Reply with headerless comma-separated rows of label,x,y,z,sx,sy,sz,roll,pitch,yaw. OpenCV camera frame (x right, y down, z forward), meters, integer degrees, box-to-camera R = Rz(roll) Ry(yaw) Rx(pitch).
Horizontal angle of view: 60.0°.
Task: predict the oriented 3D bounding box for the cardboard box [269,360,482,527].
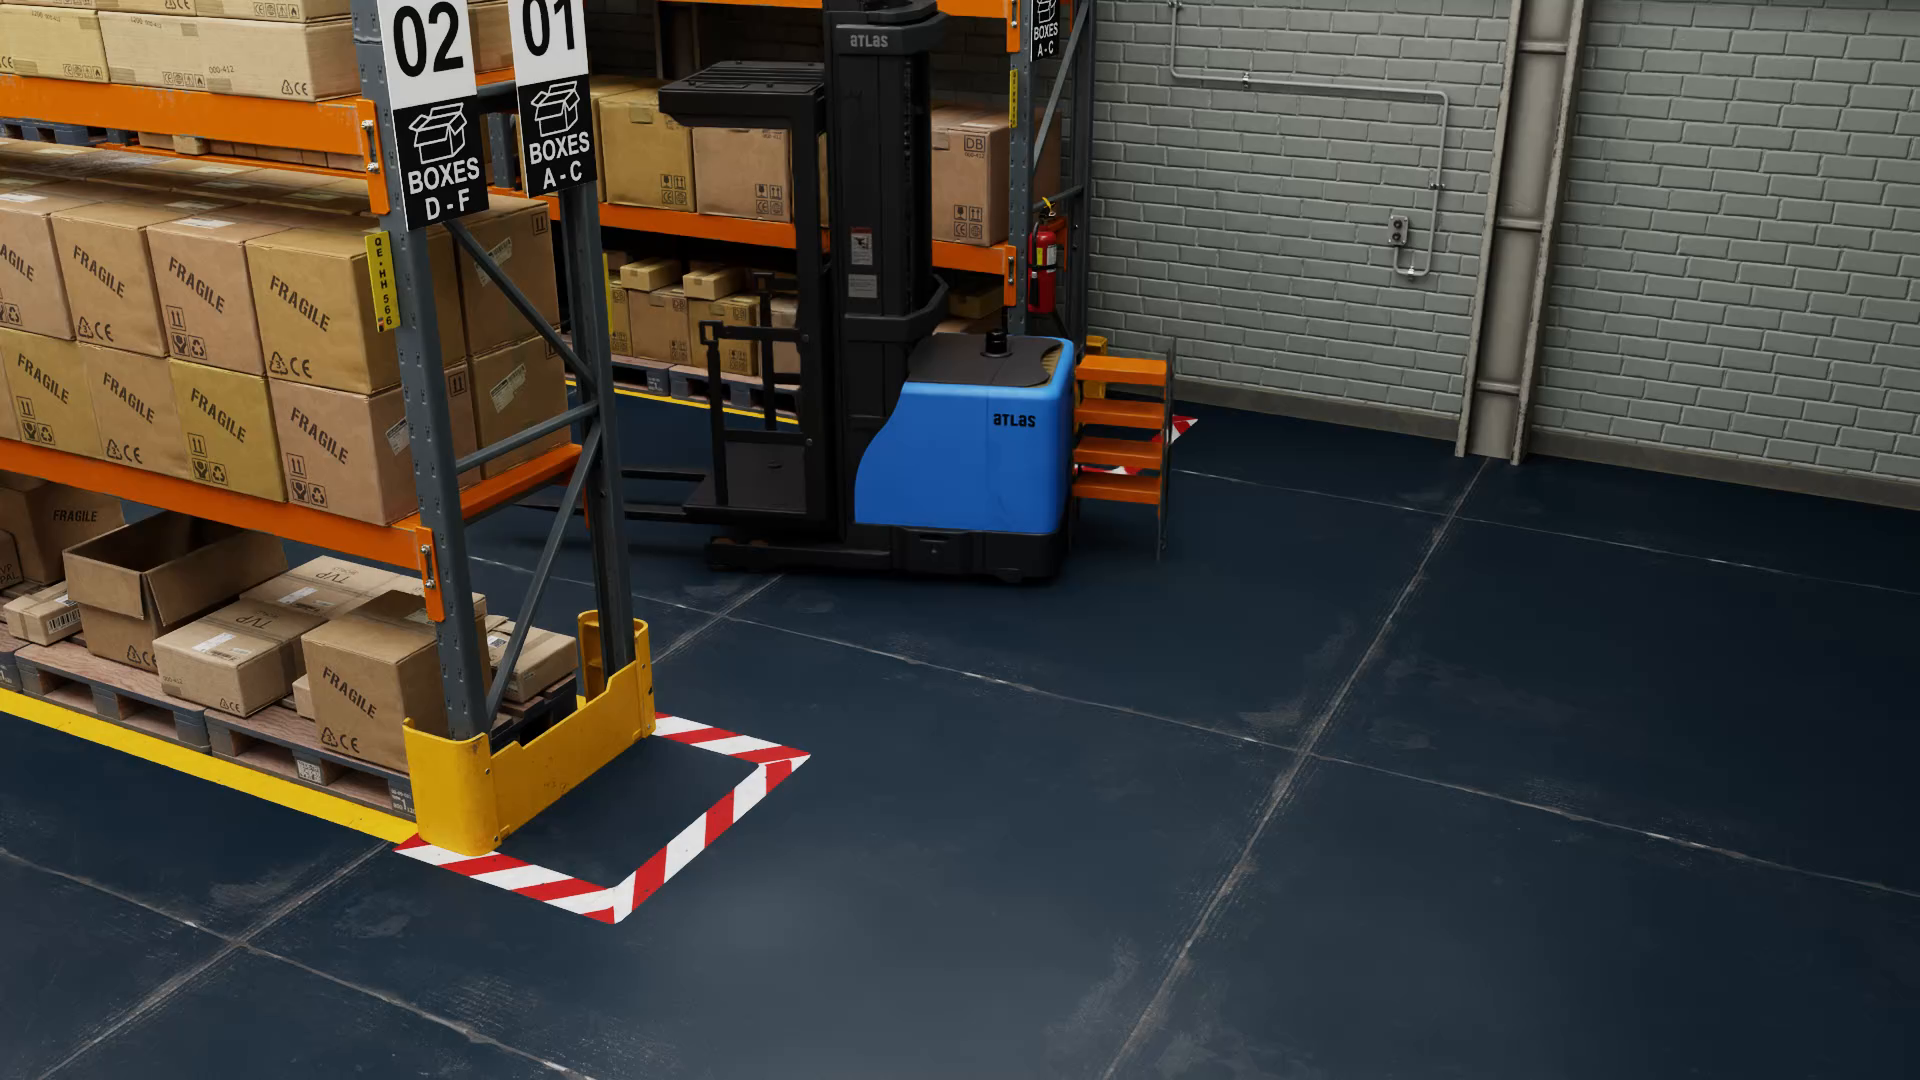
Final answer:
cardboard box,-2.184,-0.405,6.243,0.500,0.500,0.500,12,26,26

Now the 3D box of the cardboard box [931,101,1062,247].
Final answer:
cardboard box,0.111,-2.331,10.514,0.700,0.700,0.980,12,26,27

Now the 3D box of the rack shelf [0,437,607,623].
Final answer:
rack shelf,-3.446,-0.398,7.271,4.000,0.370,1.077,11,25,25

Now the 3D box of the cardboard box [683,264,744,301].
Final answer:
cardboard box,-1.689,-1.770,11.407,0.250,0.149,0.380,10,25,23

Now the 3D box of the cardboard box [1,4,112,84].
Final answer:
cardboard box,-3.132,-1.861,6.152,0.500,0.250,0.500,11,25,25

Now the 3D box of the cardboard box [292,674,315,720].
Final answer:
cardboard box,-2.579,0.613,7.034,0.250,0.166,0.380,11,25,25

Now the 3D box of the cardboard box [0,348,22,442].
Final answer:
cardboard box,-3.996,-0.764,7.086,0.500,0.500,0.500,11,25,24

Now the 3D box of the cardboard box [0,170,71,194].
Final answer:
cardboard box,-4.019,-1.224,6.891,0.500,0.500,0.500,10,25,23

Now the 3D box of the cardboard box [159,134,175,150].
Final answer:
cardboard box,-6.159,-3.226,13.298,0.250,0.149,0.380,12,26,25

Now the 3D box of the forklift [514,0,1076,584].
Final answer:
forklift,-0.913,-1.378,8.746,3.031,2.935,1.130,4,23,8

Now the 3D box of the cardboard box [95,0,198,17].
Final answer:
cardboard box,-2.681,-2.007,5.856,0.500,0.250,0.500,11,25,25

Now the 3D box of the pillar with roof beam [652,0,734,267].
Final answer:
pillar with roof beam,-3.927,-4.248,7.741,0.400,9.000,9.100,11,25,25

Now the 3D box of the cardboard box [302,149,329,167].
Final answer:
cardboard box,-4.775,-2.957,12.667,0.250,0.149,0.380,12,26,26

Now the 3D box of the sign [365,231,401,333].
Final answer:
sign,-1.930,-0.863,5.564,0.005,0.325,0.100,11,25,25

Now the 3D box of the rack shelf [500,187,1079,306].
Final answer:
rack shelf,-1.215,-2.128,11.341,4.000,0.370,1.077,11,25,25

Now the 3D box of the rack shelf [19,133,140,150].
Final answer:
rack shelf,-8.354,-3.541,14.663,4.000,0.370,1.077,11,25,25

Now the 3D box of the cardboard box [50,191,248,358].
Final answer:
cardboard box,-3.099,-1.043,6.464,0.500,0.500,0.500,12,26,26

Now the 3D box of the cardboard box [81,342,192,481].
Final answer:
cardboard box,-3.091,-0.586,6.667,0.500,0.500,0.500,11,26,25

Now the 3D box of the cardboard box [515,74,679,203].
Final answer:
cardboard box,-2.523,-2.849,11.733,0.700,0.700,0.980,12,26,25

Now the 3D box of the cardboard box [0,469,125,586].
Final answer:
cardboard box,-4.595,-0.132,8.360,0.500,0.500,0.500,11,25,25

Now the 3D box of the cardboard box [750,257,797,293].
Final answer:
cardboard box,-1.256,-1.852,11.601,0.250,0.149,0.380,11,25,24

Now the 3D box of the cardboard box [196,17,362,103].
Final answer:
cardboard box,-2.239,-1.685,5.739,0.500,0.250,0.500,11,25,25

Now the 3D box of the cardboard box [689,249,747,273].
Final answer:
cardboard box,-1.712,-1.942,11.813,0.250,0.149,0.380,10,25,23

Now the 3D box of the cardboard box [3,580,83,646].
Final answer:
cardboard box,-4.178,0.319,7.726,0.250,0.166,0.380,11,25,25

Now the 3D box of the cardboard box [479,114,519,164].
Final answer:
cardboard box,-3.525,-2.998,11.933,0.500,0.500,0.500,11,25,24

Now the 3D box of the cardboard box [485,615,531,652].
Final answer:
cardboard box,-2.103,0.488,7.328,0.250,0.166,0.380,11,25,25

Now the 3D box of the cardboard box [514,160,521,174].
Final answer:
cardboard box,-3.209,-2.835,12.378,0.250,0.149,0.380,10,25,23

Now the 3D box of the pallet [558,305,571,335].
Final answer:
pallet,-3.722,-1.639,12.835,1.213,0.211,1.003,11,25,25

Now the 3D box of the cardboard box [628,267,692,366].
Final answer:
cardboard box,-1.932,-1.598,11.831,0.500,0.500,0.700,11,25,24

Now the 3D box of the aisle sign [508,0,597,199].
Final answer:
aisle sign,-1.468,-1.662,6.004,0.004,0.787,0.394,11,25,25

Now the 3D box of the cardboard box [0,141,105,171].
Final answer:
cardboard box,-4.205,-1.499,7.538,0.500,0.500,0.500,11,25,24

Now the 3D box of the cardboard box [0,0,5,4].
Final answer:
cardboard box,-3.575,-2.182,6.269,0.500,0.250,0.500,11,25,25

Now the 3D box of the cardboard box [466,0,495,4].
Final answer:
cardboard box,-2.003,-2.098,6.071,0.500,0.250,0.500,11,25,25

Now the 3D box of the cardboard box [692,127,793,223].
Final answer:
cardboard box,-1.220,-2.593,11.131,0.700,0.700,0.980,10,25,22

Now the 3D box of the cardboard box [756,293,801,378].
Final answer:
cardboard box,-0.995,-1.415,11.401,0.500,0.500,0.700,10,25,23

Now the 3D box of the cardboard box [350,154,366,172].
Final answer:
cardboard box,-4.326,-2.857,12.431,0.250,0.149,0.380,11,25,25

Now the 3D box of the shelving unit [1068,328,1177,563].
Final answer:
shelving unit,0.863,-0.500,8.892,0.503,1.200,0.258,6,24,14

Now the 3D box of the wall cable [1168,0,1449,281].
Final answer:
wall cable,2.140,-2.678,10.416,1.851,1.984,0.084,11,25,25

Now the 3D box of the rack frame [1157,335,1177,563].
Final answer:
rack frame,1.098,-0.475,8.834,0.015,1.200,0.240,6,24,14

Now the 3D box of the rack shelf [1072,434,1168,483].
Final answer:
rack shelf,0.863,-0.438,8.919,0.480,0.148,0.258,6,24,14

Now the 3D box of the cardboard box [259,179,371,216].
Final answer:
cardboard box,-2.409,-1.142,6.696,0.500,0.500,0.500,11,26,25

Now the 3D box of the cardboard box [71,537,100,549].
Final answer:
cardboard box,-3.926,0.087,8.086,0.500,0.311,0.500,11,25,25

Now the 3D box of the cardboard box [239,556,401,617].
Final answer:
cardboard box,-2.911,0.316,7.626,0.500,0.250,0.500,11,25,25

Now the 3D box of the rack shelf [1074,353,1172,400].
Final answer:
rack shelf,0.863,-0.862,8.739,0.480,0.148,0.258,6,24,14

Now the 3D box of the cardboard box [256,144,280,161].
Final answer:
cardboard box,-5.219,-3.056,12.898,0.250,0.149,0.380,12,26,25

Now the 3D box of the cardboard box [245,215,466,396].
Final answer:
cardboard box,-2.183,-0.864,6.044,0.500,0.500,0.500,11,25,24

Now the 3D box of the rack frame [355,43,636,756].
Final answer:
rack frame,-1.662,-0.375,6.300,0.127,3.000,1.000,11,25,25

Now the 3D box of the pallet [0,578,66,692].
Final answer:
pallet,-4.619,0.323,8.221,1.213,0.211,1.003,11,25,25

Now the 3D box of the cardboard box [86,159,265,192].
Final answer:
cardboard box,-3.307,-1.321,7.118,0.500,0.500,0.500,11,25,24

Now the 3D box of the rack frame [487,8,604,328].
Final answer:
rack frame,-3.000,-2.812,12.030,0.127,3.000,1.000,11,25,25

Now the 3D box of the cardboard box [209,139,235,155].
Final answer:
cardboard box,-5.680,-3.148,13.115,0.250,0.149,0.380,11,25,24

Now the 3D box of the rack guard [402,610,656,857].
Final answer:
rack guard,-1.729,0.761,6.821,0.348,0.500,1.175,11,25,25

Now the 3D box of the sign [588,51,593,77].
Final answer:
sign,-2.750,-3.441,12.302,0.005,0.325,0.100,11,25,25

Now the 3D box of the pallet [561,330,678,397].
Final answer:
pallet,-2.356,-1.368,12.196,1.213,0.211,1.003,11,25,25

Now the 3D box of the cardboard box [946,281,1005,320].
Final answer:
cardboard box,0.102,-1.584,10.971,0.250,0.149,0.380,11,26,25

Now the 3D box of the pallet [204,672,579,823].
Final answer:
pallet,-2.441,0.754,7.207,1.213,0.211,1.003,11,25,25
